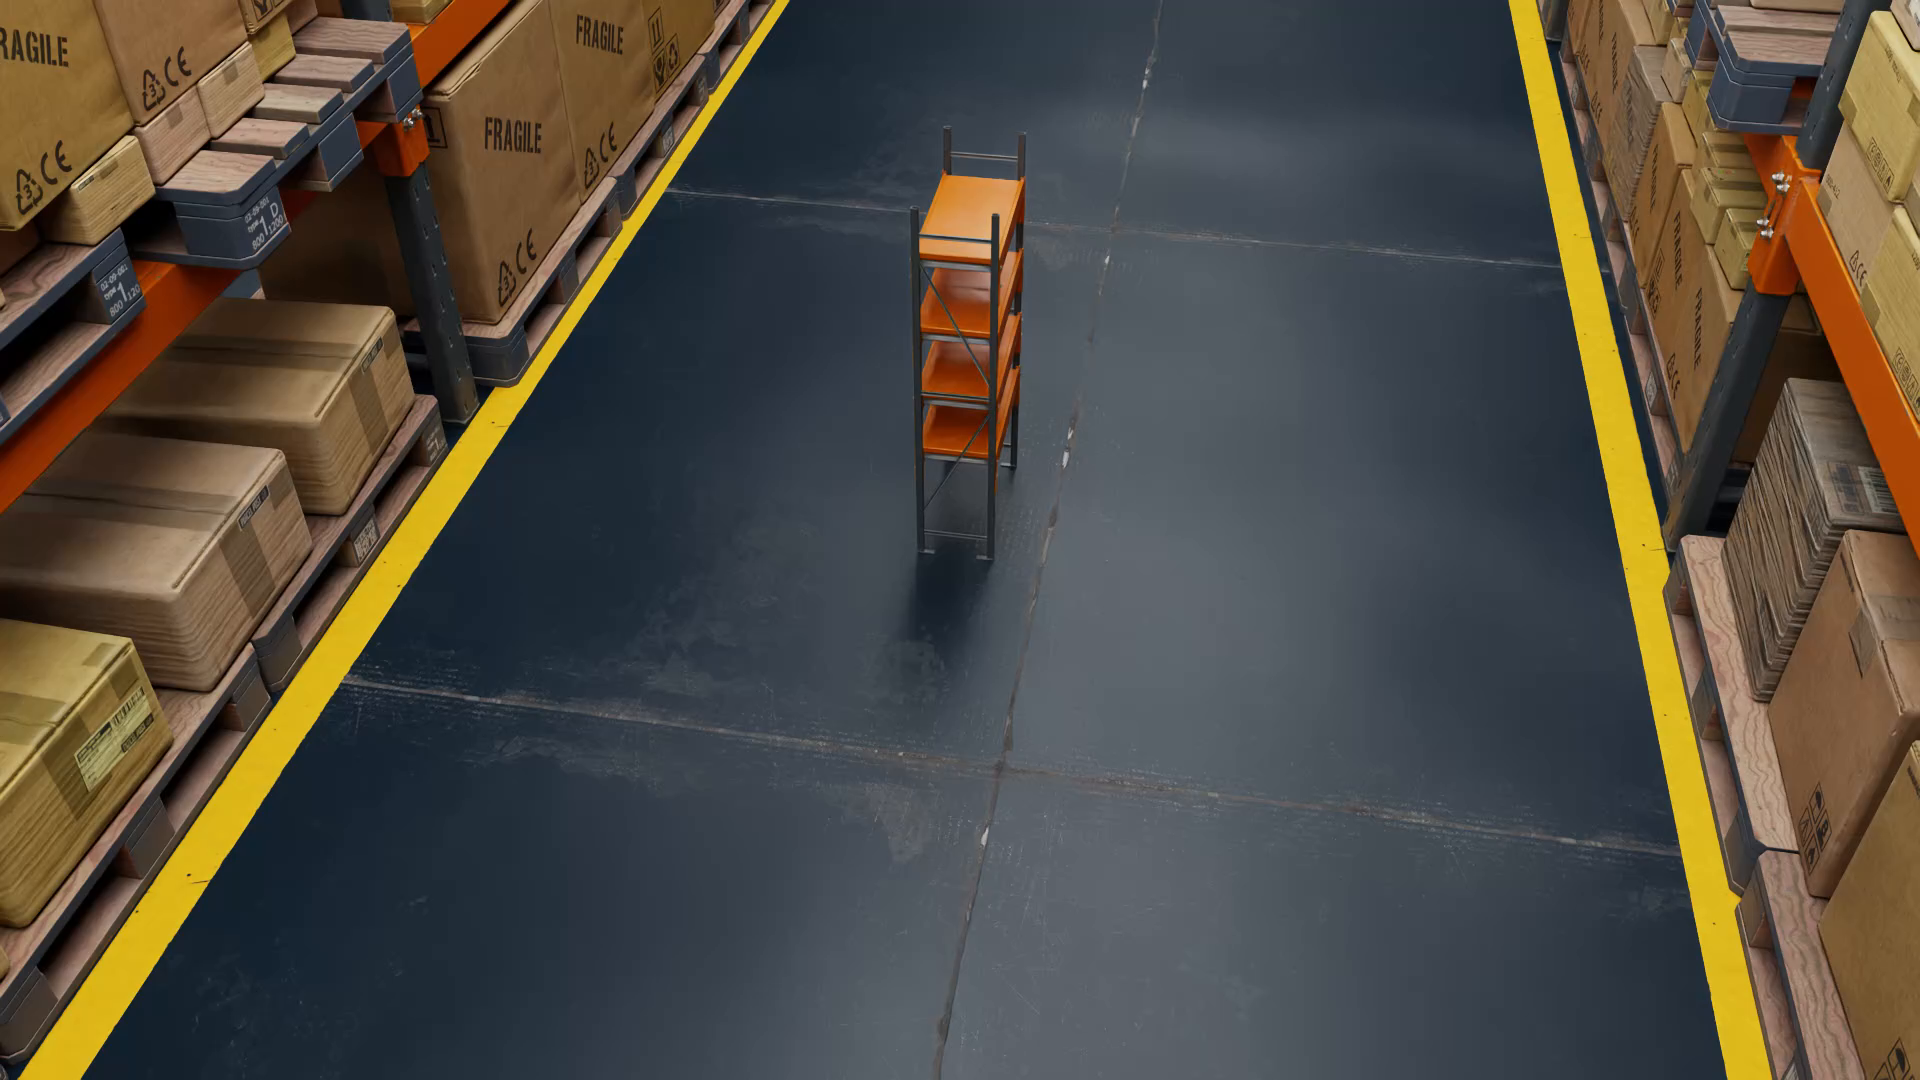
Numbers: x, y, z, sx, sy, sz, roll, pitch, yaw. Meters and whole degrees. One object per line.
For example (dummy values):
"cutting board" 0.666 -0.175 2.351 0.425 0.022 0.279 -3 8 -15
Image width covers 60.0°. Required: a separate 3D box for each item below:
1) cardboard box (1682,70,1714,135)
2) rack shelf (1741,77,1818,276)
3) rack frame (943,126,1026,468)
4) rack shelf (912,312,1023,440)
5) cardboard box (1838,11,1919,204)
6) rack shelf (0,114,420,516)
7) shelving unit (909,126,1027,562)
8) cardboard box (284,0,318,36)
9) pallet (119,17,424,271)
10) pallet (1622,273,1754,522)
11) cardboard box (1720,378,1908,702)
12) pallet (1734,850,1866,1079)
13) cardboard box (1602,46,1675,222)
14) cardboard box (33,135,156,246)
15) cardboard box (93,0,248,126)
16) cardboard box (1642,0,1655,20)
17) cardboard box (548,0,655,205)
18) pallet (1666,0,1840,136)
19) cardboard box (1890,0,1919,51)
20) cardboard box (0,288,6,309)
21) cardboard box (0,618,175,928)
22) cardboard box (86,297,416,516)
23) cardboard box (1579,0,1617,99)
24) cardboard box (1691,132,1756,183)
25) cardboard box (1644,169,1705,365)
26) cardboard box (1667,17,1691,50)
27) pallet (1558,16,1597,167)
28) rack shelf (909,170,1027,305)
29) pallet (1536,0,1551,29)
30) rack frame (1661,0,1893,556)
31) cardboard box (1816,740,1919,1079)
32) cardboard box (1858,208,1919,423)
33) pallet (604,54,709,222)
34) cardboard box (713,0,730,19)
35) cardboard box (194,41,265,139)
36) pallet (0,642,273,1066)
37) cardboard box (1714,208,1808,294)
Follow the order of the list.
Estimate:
"cardboard box" 2.785 -1.532 5.873 0.380 0.149 0.250 6 40 7
"rack shelf" 3.057 -2.072 5.966 1.077 0.370 4.000 6 40 8
"rack frame" 0.071 -0.719 5.179 0.240 1.200 0.015 6 40 8
"rack shelf" 0.029 -0.514 5.036 0.258 0.148 0.480 6 40 8
"cardboard box" 2.368 -0.980 3.806 0.500 0.250 0.500 6 40 8
"rack shelf" -2.525 -0.106 3.589 1.077 0.370 4.000 6 40 8
"shelving unit" 0.029 -0.566 4.993 0.258 1.200 0.503 6 40 8
"cardboard box" -2.004 -1.472 4.544 0.380 0.149 0.250 8 40 9
"pallet" -2.197 -1.106 4.384 1.213 0.211 1.003 6 40 8
"pallet" 2.877 -0.483 5.669 1.003 0.211 1.213 6 40 8
"cardboard box" 2.589 0.050 4.370 0.875 0.625 0.625 8 40 9
"pallet" 2.316 1.257 3.564 1.003 0.211 1.213 6 40 8
"cardboard box" 2.828 -1.551 6.404 0.500 0.500 0.500 5 40 6
"cardboard box" -2.064 -0.801 3.733 0.380 0.149 0.250 7 40 8
"cardboard box" -2.063 -1.312 3.842 0.500 0.500 0.500 6 40 7
"cardboard box" 2.960 -2.186 6.663 0.380 0.149 0.250 6 40 8
"cardboard box" -1.819 -1.965 6.611 0.875 0.875 0.875 7 40 8
"pallet" 2.759 -1.453 4.804 1.213 0.211 1.003 6 40 8
"cardboard box" 2.365 -1.215 3.778 0.380 0.149 0.250 8 40 9
"cardboard box" -2.194 -0.491 3.357 0.380 0.149 0.250 5 40 6
"cardboard box" -2.543 0.505 4.018 0.950 0.372 0.625 8 40 9
"cardboard box" -2.287 -0.434 5.154 0.950 0.372 0.625 4 40 5
"cardboard box" 3.015 -2.189 7.175 0.500 0.500 0.500 6 40 7
"cardboard box" 2.652 -1.215 5.489 0.380 0.149 0.250 5 40 6
"cardboard box" 2.669 -0.894 5.610 0.500 0.500 0.500 6 40 7
"cardboard box" 2.896 -1.858 6.266 0.380 0.149 0.250 7 40 8
"pallet" 3.299 -2.015 7.521 1.003 0.211 1.213 6 40 8
"rack shelf" 0.029 -0.869 4.743 0.258 0.148 0.480 6 40 8
"pallet" 3.522 -2.960 8.665 1.003 0.211 1.213 6 40 8
"rack frame" 2.710 -1.094 4.219 1.000 3.000 0.127 6 40 8
"cardboard box" 2.367 0.883 3.362 0.875 0.625 0.625 5 40 6
"cardboard box" 2.301 -0.469 3.581 0.500 0.250 0.500 6 40 7
"pallet" -1.755 -1.814 7.278 1.003 0.211 1.213 6 40 8
"cardboard box" -1.515 -3.094 7.976 0.875 0.875 0.875 8 40 9
"cardboard box" -1.979 -1.133 4.134 0.380 0.149 0.250 6 40 7
"pallet" -2.529 0.690 4.250 1.003 0.211 1.213 6 40 8
"cardboard box" 2.546 -0.880 5.083 0.380 0.149 0.250 5 40 5
